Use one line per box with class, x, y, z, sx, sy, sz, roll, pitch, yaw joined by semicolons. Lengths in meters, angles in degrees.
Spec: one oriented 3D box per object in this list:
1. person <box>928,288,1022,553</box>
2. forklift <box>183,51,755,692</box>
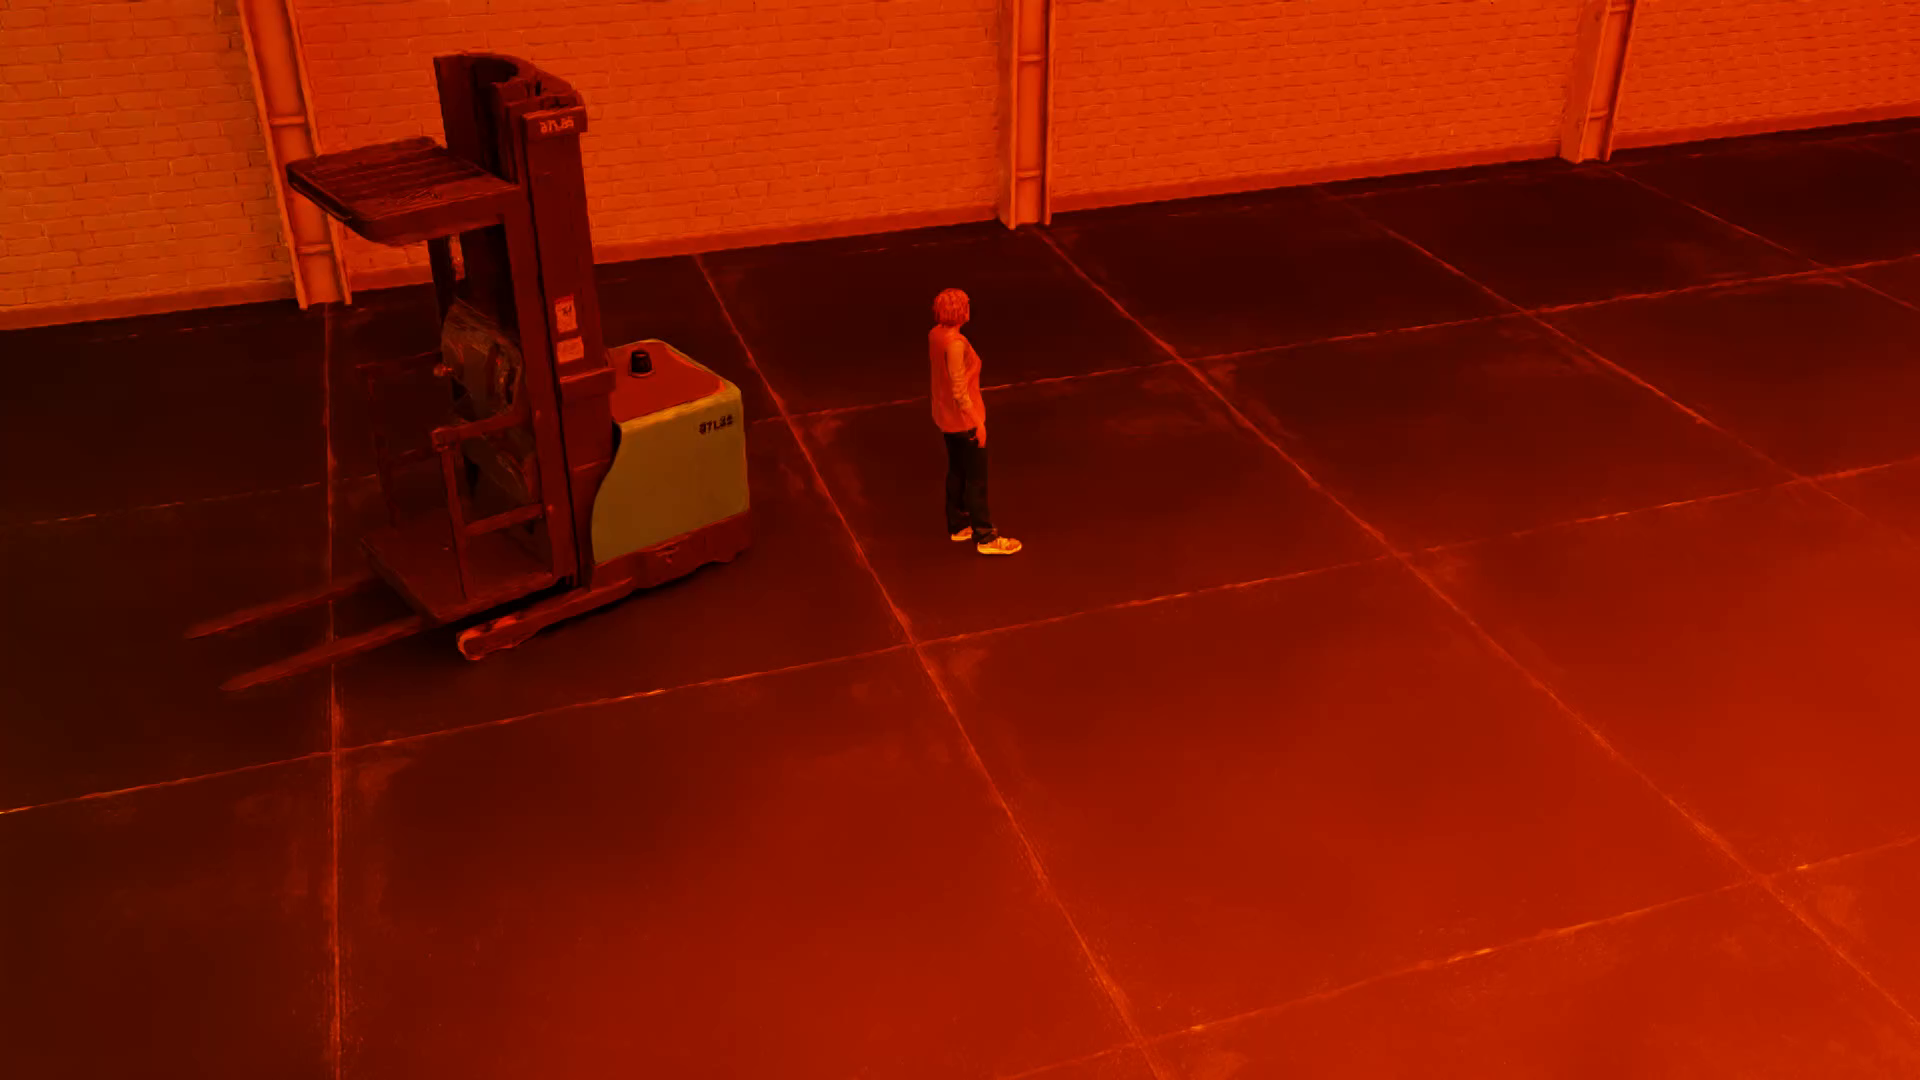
person;0.075;-0.704;9.633;0.474;1.597;0.520;-10;31;-16
forklift;-2.686;-0.924;8.693;3.031;2.935;1.130;-22;36;-33
